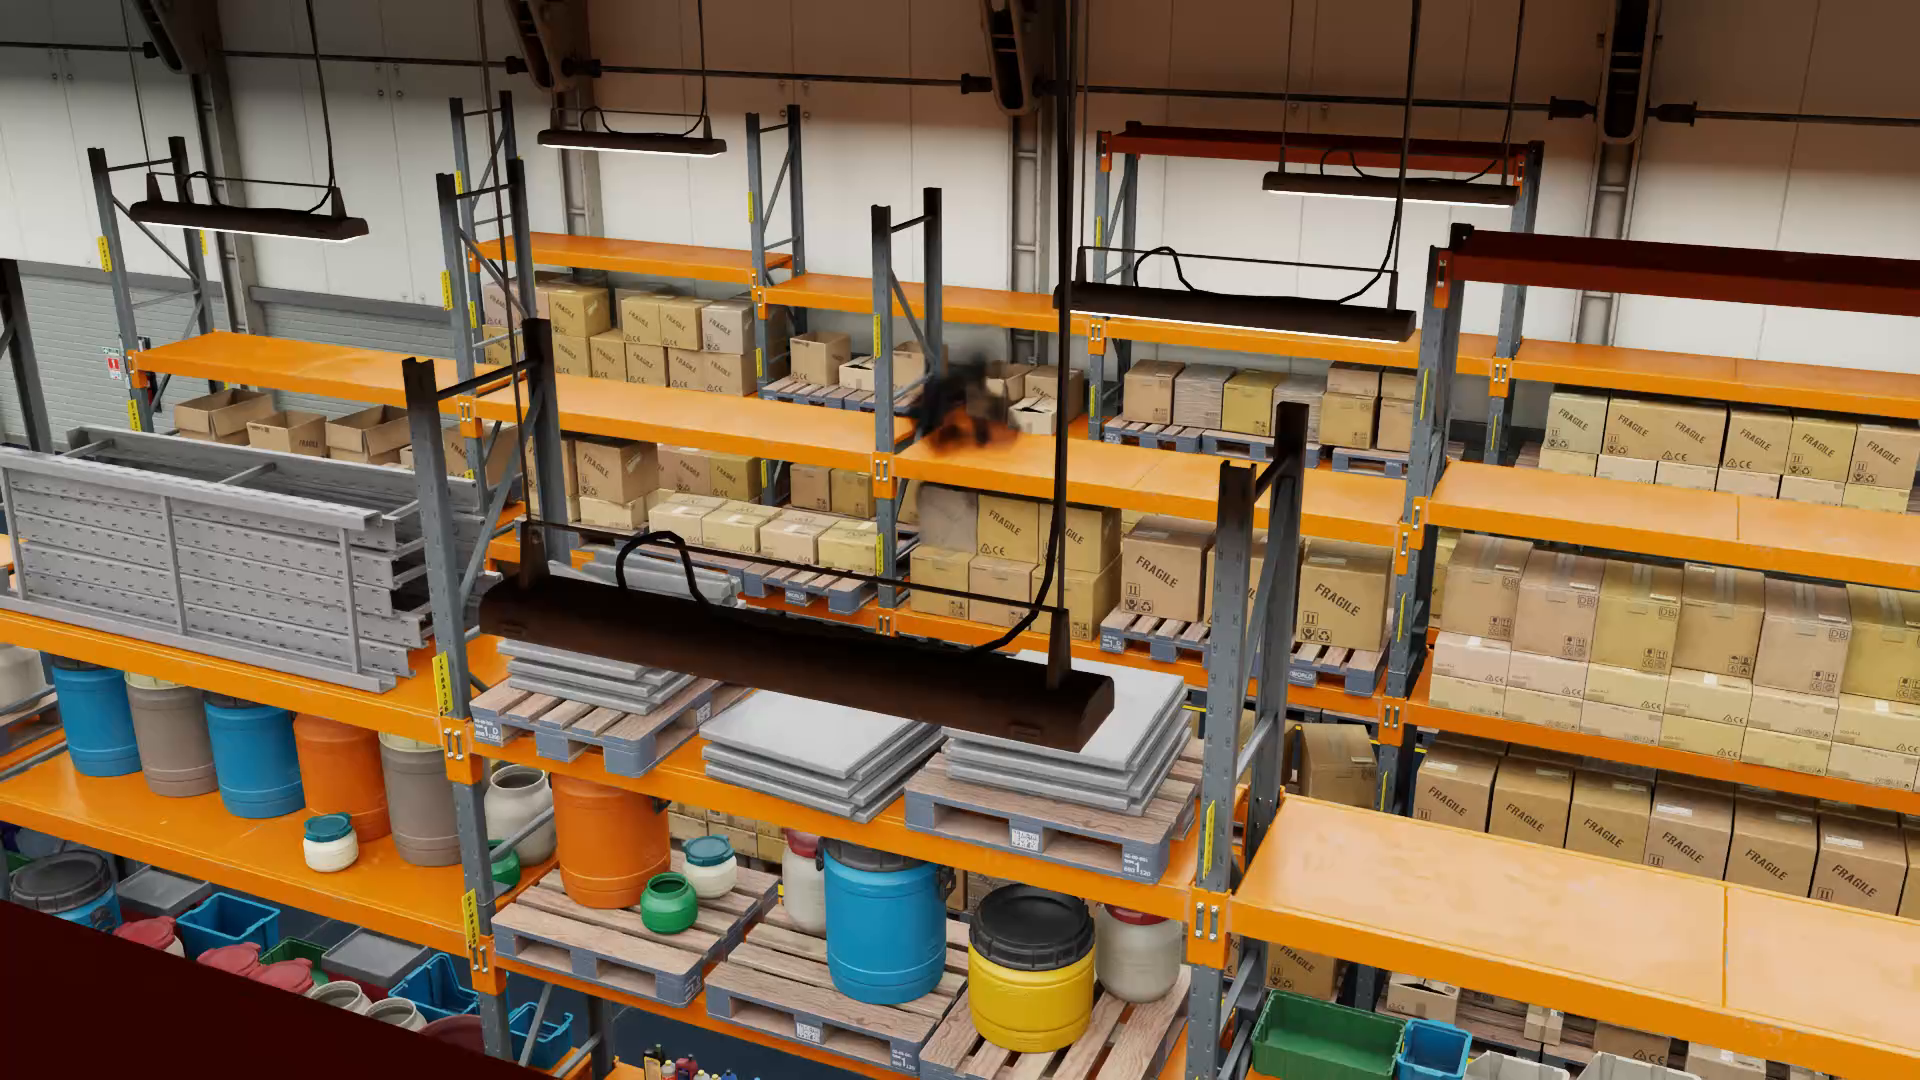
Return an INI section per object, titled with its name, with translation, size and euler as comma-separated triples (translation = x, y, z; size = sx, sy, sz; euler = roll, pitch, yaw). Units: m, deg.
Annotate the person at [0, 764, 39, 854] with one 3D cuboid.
[person]
translation = -8.074, 2.373, 14.052
size = 0.744, 1.712, 0.581
euler = 6, 21, 16
